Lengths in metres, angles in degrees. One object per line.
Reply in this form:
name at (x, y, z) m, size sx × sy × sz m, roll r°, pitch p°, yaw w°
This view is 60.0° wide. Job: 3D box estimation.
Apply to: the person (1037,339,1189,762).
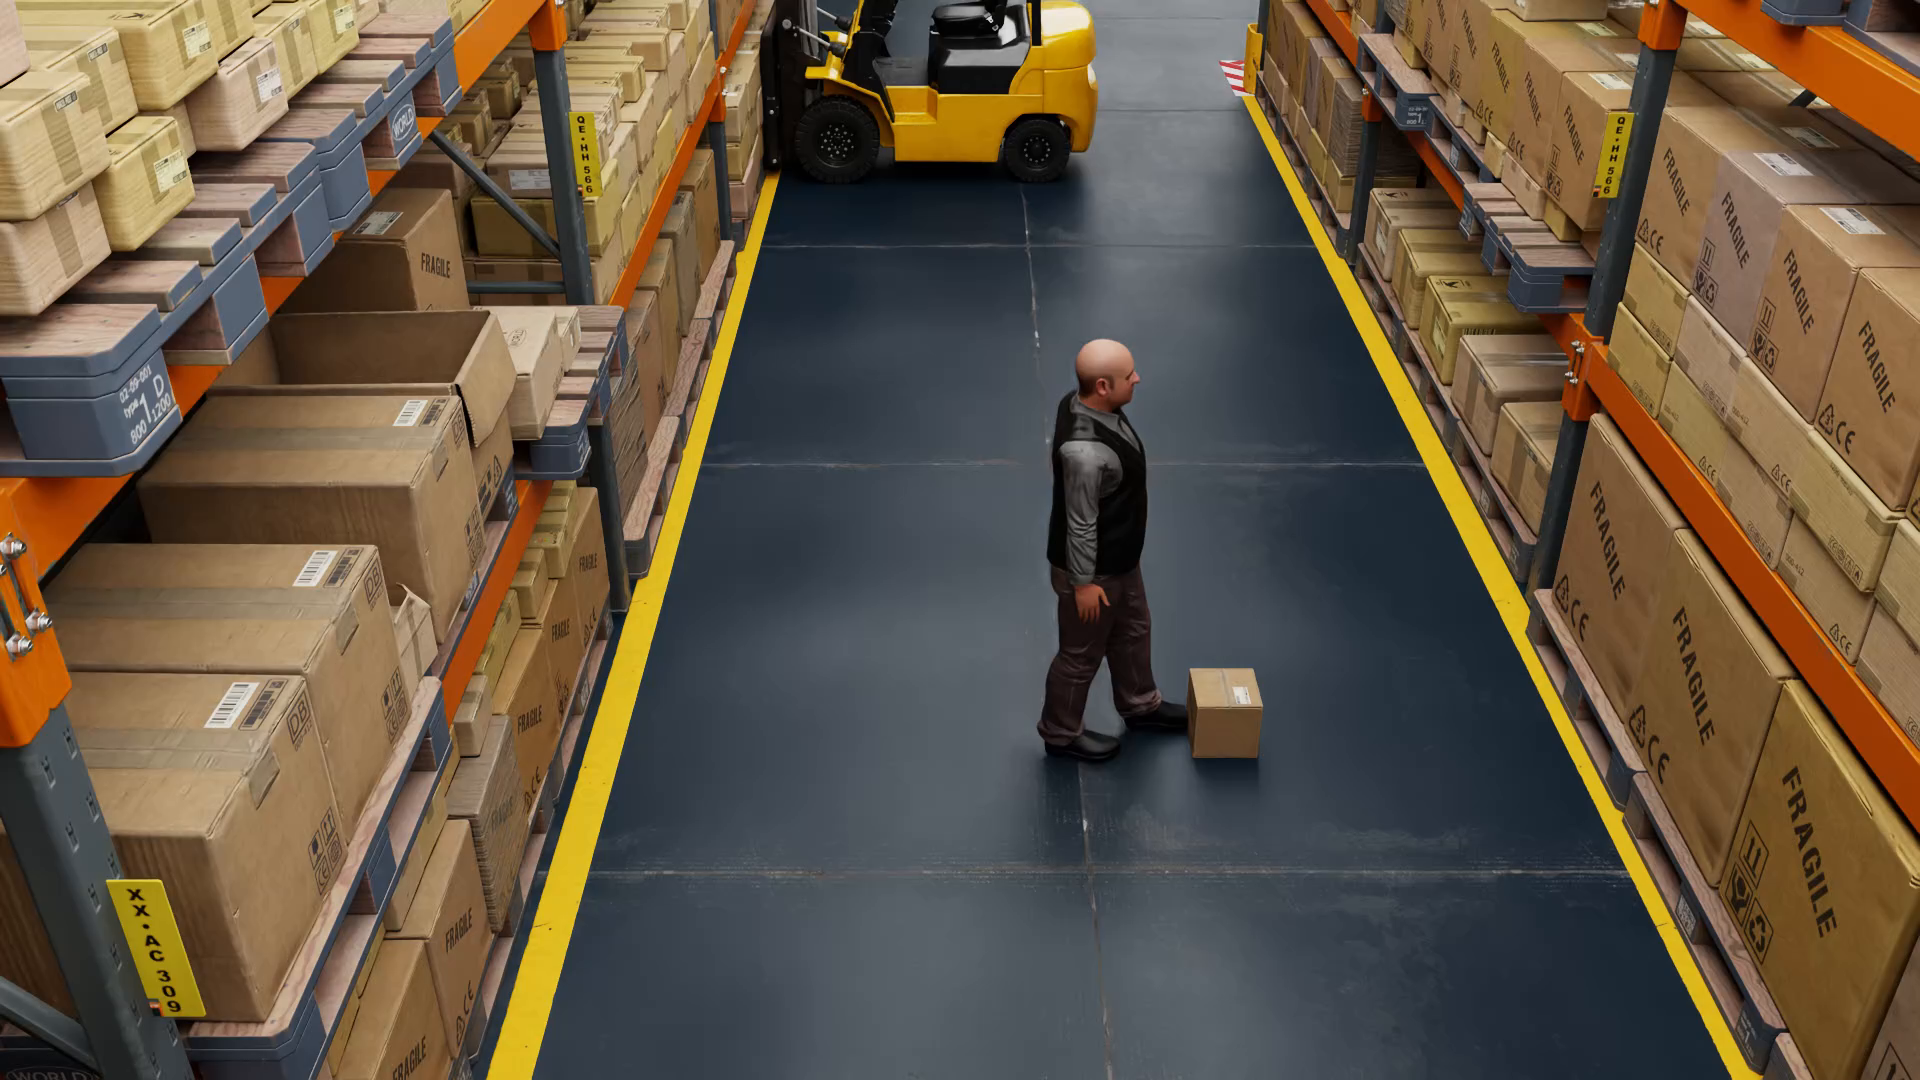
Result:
person at (0.610, 0.066, 6.034) m, size 0.623 × 1.720 × 0.565 m, roll 4°, pitch 32°, yaw 7°
